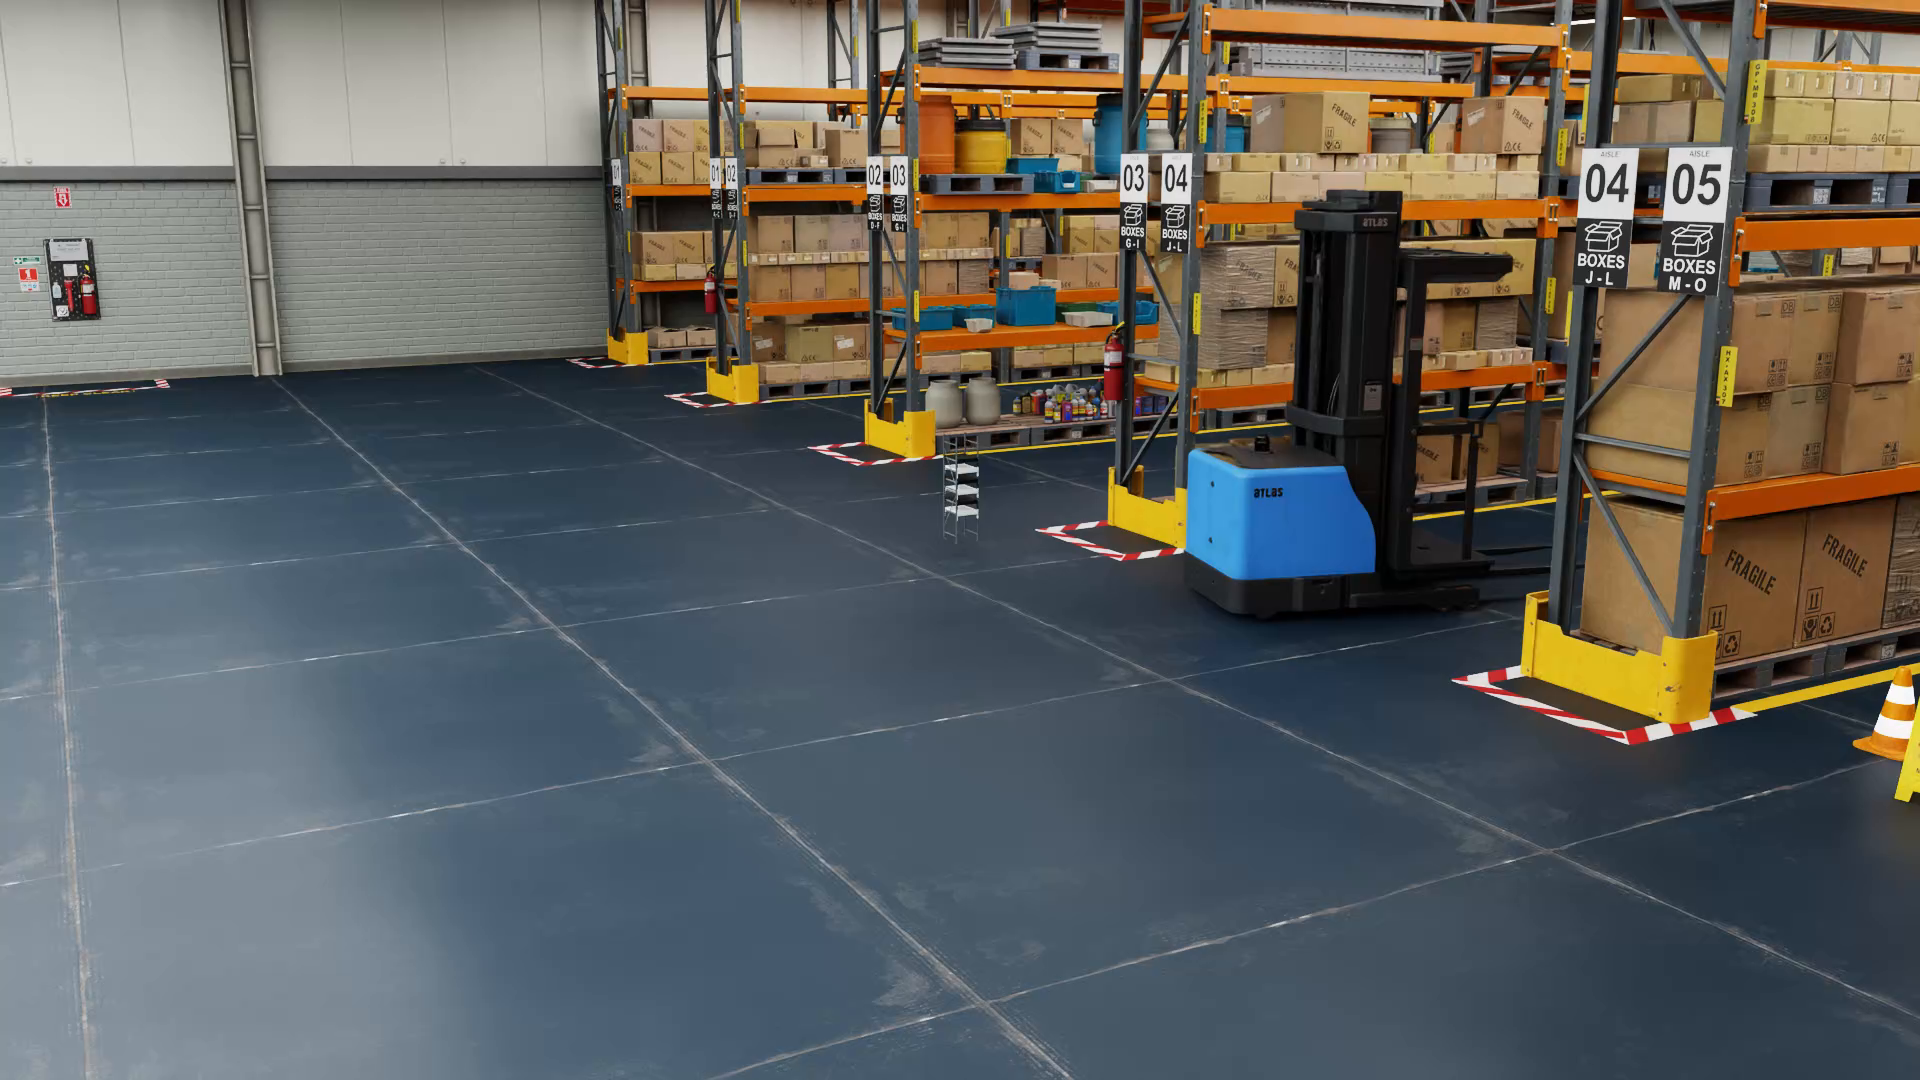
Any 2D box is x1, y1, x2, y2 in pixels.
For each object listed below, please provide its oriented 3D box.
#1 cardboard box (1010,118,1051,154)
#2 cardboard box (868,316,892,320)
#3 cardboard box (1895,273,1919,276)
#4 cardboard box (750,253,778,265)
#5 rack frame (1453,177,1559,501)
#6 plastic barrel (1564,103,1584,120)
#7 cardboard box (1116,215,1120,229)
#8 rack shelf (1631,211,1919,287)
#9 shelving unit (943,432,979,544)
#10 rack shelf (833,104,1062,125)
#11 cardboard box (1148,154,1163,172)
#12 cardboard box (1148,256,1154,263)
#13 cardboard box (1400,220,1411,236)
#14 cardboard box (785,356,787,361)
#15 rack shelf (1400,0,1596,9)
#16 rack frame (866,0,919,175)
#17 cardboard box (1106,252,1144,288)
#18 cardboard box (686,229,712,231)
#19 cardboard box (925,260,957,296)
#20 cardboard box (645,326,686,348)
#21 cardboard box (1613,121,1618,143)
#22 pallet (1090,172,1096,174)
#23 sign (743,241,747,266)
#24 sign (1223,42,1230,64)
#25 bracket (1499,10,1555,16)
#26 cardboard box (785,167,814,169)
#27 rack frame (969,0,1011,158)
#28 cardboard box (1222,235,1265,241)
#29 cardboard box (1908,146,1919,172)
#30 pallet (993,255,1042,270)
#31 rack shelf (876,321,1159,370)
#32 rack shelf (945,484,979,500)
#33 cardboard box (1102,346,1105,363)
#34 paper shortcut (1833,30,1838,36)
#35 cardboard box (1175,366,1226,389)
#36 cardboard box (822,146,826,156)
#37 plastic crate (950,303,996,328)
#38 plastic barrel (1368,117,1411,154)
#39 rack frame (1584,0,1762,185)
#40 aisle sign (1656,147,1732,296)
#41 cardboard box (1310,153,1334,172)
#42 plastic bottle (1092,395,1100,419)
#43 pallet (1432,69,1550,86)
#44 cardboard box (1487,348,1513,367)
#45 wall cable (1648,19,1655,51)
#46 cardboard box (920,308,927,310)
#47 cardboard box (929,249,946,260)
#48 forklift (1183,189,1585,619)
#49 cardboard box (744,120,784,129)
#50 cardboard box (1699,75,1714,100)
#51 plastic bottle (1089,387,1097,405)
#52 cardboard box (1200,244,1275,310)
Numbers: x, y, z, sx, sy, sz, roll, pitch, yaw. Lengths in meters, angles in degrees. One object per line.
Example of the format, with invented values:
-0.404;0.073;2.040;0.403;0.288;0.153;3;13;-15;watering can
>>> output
0.979;-5.858;24.153;0.500;0.500;0.500;-7;14;-27;cardboard box
-1.016;-2.975;24.097;0.500;0.500;0.500;-7;14;-28;cardboard box
6.683;-1.451;10.926;0.550;0.550;0.875;-7;14;-28;cardboard box
-2.645;-3.784;22.387;0.250;0.149;0.380;-7;14;-28;cardboard box
5.162;-1.930;15.855;0.127;3.000;1.000;-7;14;-28;rack frame
8.386;-5.430;22.477;0.708;0.901;0.600;-7;14;-28;plastic barrel
2.983;-5.893;30.802;0.500;0.250;0.500;-7;14;-27;cardboard box
5.694;-1.866;10.375;4.000;0.370;1.077;-7;14;-28;rack shelf
0.007;-0.440;14.014;0.210;0.900;0.258;-7;14;-28;shelving unit
-0.203;-7.385;28.979;4.000;0.370;1.077;-7;14;-28;rack shelf
1.745;-3.184;14.025;0.250;0.149;0.380;-7;14;-28;cardboard box
3.528;-5.282;31.274;0.250;0.149;0.380;-6;14;-26;cardboard box
7.760;-5.321;28.417;0.500;0.500;0.500;-7;14;-28;cardboard box
-2.330;-2.451;23.473;0.500;0.250;0.500;-7;14;-28;cardboard box
9.196;-9.089;28.070;4.000;0.370;1.077;-7;14;-28;rack shelf
-0.722;-5.391;17.568;0.127;3.000;1.000;-7;14;-28;rack frame
2.465;-4.130;25.400;0.500;0.500;0.500;-8;15;-31;cardboard box
-4.259;-4.873;27.517;0.500;0.500;0.500;-7;15;-29;cardboard box
-0.428;-3.784;23.864;0.500;0.500;0.700;-7;14;-28;cardboard box
-4.819;-3.332;27.203;0.500;0.311;0.500;-9;15;-34;cardboard box
6.449;-3.779;16.044;0.637;0.503;0.797;-6;14;-26;cardboard box
2.397;-5.425;24.982;1.213;0.211;1.003;-6;14;-25;pallet
-2.831;-3.772;21.888;0.005;0.325;0.100;-7;14;-28;sign
3.043;-5.603;18.984;0.005;0.325;0.100;-7;14;-28;sign
12.626;-11.353;35.860;3.189;0.066;0.076;-7;14;-28;bracket
-2.733;-6.165;27.564;0.500;0.500;0.500;-8;15;-33;cardboard box
0.419;-6.767;23.681;0.127;3.000;1.000;-7;14;-28;rack frame
4.428;-4.602;26.543;0.700;0.500;0.500;11;17;41;cardboard box
5.501;-2.245;9.807;0.250;0.149;0.380;-7;14;-28;cardboard box
0.978;-5.026;30.046;1.003;0.211;1.213;-7;14;-28;pallet
1.033;-2.324;19.240;4.000;0.370;1.077;-7;14;-28;rack shelf
0.007;-0.407;14.021;0.200;0.077;0.258;-7;14;-28;rack shelf
2.241;-2.860;25.291;0.500;0.250;0.500;-7;14;-27;cardboard box
9.580;-5.586;18.118;0.078;0.170;0.009;29;6;-36;paper shortcut
2.016;-1.371;13.942;0.250;0.149;0.380;-7;14;-28;cardboard box
-1.720;-5.343;23.113;0.500;0.311;0.500;-5;14;-21;cardboard box
0.147;-2.569;19.032;0.408;0.251;0.499;-7;14;-28;plastic crate
5.475;-4.969;21.384;0.600;0.901;0.600;0;13;0;plastic barrel
3.939;-3.470;9.032;0.127;3.000;1.000;-7;14;-28;rack frame
4.020;-1.746;9.115;0.004;0.787;0.394;-7;14;-28;aisle sign
2.929;-3.177;13.997;0.250;0.149;0.380;-7;14;-28;cardboard box
1.585;-1.546;19.360;0.097;0.271;0.097;0;13;0;plastic bottle
6.948;-6.015;21.683;1.003;0.211;1.213;-7;14;-28;pallet
4.890;-1.704;15.422;0.250;0.149;0.380;-7;14;-28;cardboard box
15.007;-9.937;33.338;0.112;2.526;3.097;-7;14;-28;wall cable
-0.890;-3.934;29.449;0.500;0.500;0.700;-7;15;-29;cardboard box
-0.394;-4.054;23.585;0.250;0.149;0.380;-7;14;-28;cardboard box
3.234;-1.032;12.019;3.031;2.935;1.130;-3;13;-13;forklift
-3.197;-6.582;27.143;0.500;0.500;0.500;-7;15;-30;cardboard box
4.292;-2.653;9.808;0.250;0.149;0.380;-7;14;-28;cardboard box
1.605;-1.721;20.136;0.097;0.271;0.097;0;13;0;plastic bottle
2.264;-2.197;13.855;0.500;0.500;0.500;-7;14;-28;cardboard box
